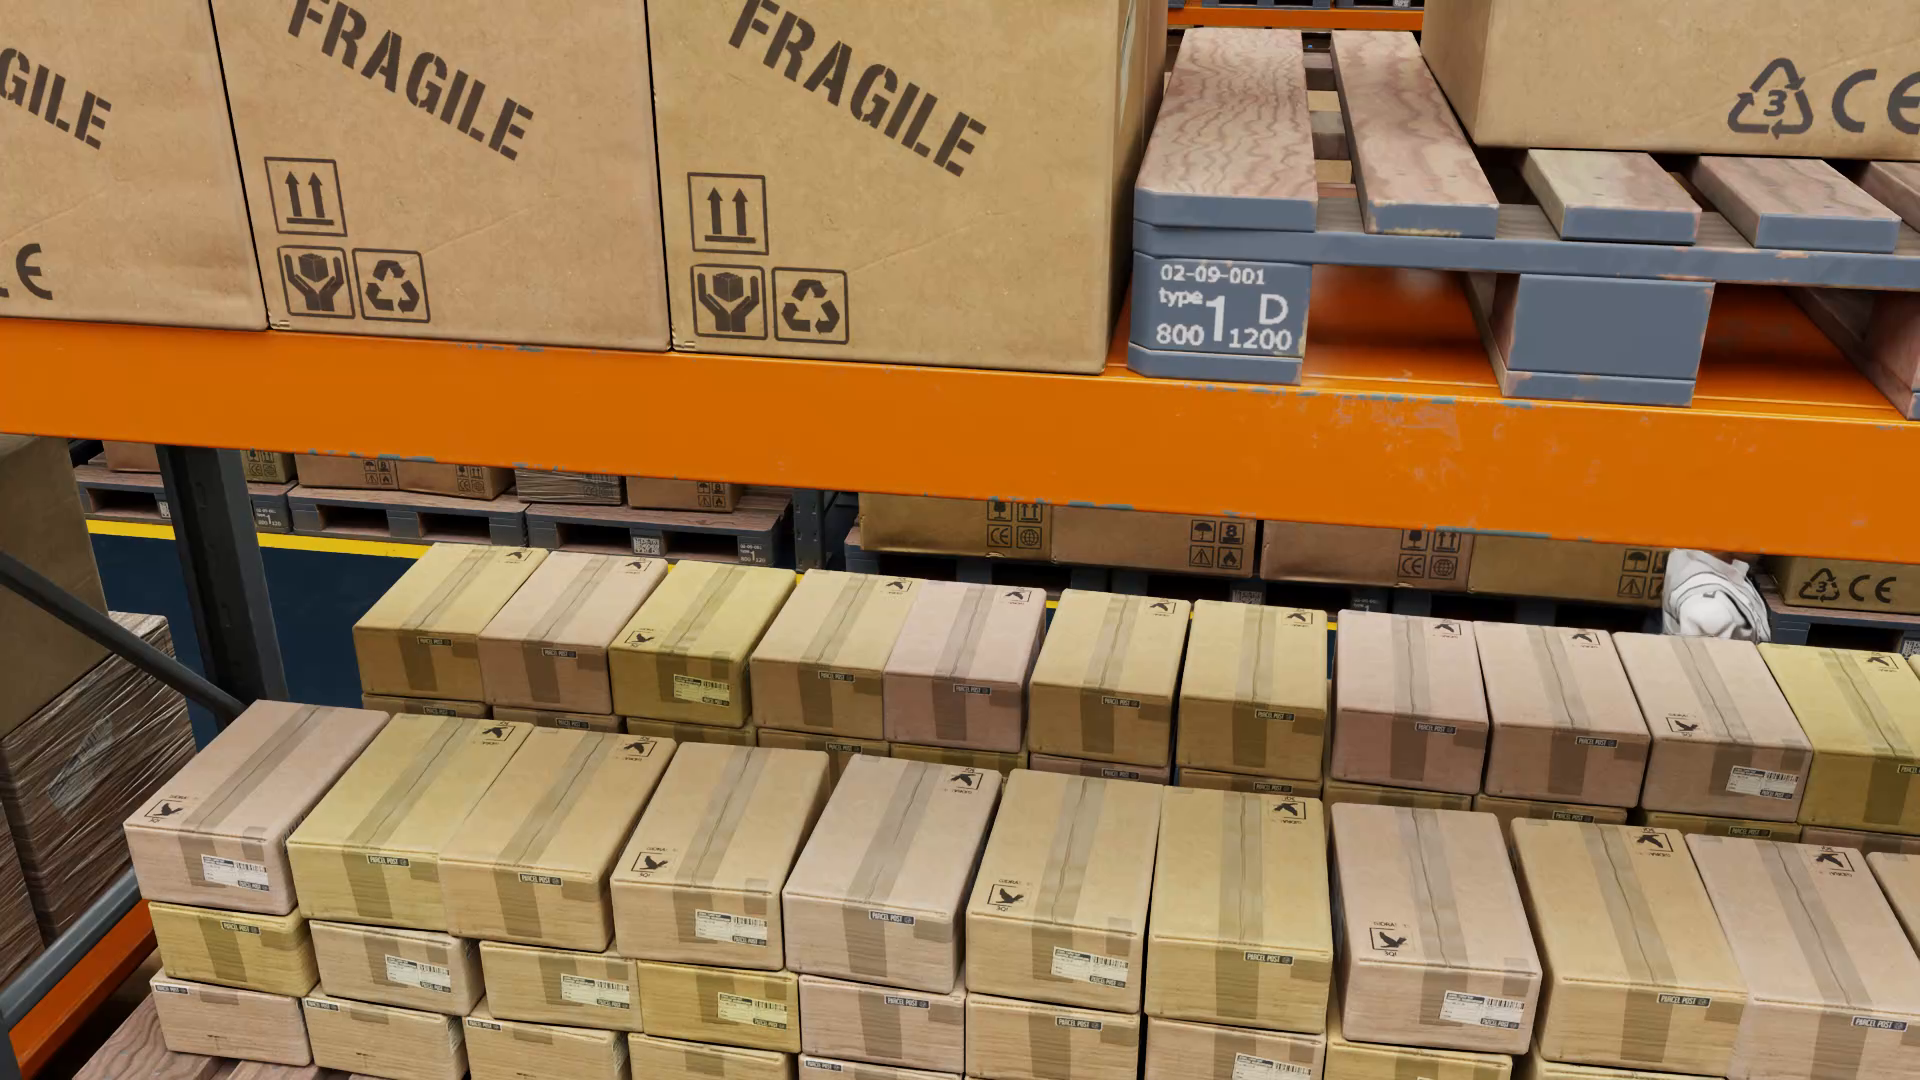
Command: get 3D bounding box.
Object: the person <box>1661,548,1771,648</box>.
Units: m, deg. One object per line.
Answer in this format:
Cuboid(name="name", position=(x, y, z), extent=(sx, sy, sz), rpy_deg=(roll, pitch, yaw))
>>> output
Cuboid(name="person", position=(2.123, 0.561, 4.833), extent=(0.433, 1.667, 0.508), rpy_deg=(9, 26, 18))
